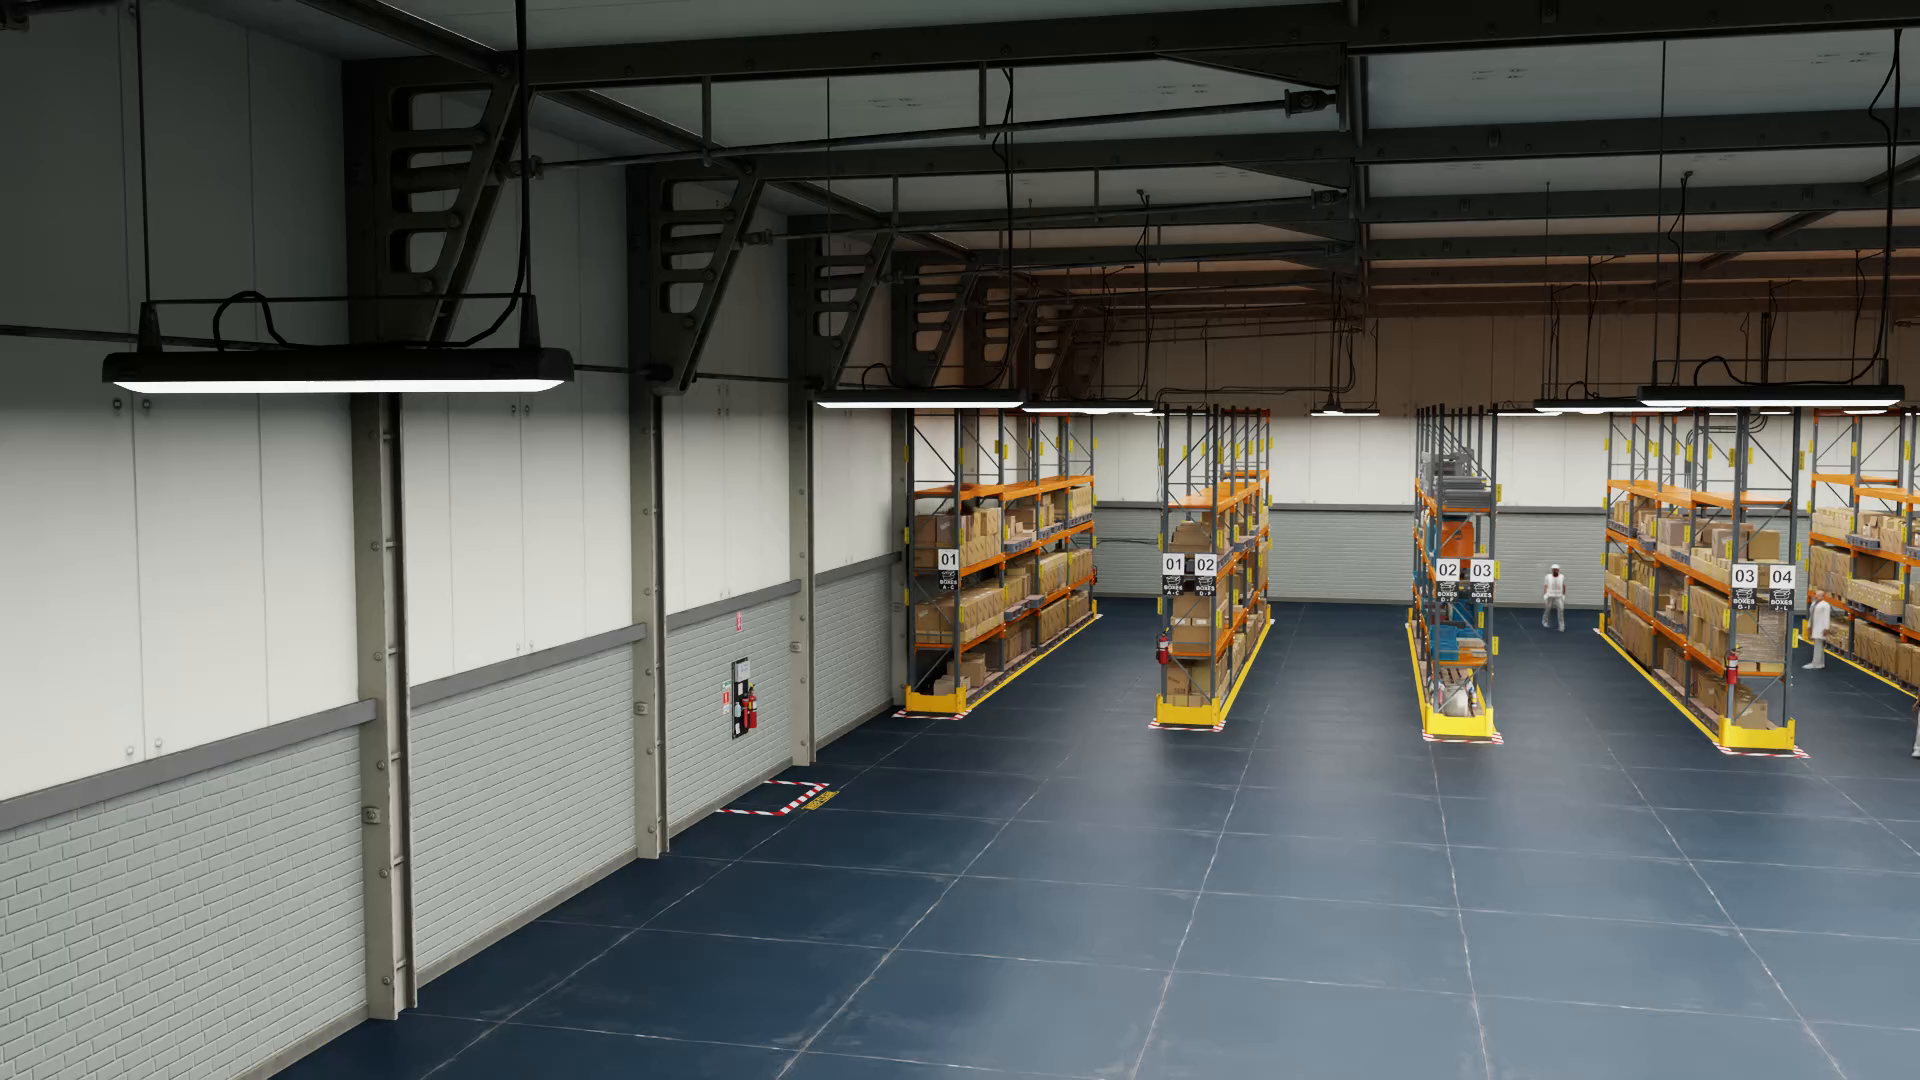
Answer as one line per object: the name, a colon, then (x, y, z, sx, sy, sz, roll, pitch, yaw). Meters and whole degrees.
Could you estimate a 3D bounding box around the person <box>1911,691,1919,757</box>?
person: (16.396, 2.794, 28.014, 0.549, 1.756, 0.652, -4, 6, -41)

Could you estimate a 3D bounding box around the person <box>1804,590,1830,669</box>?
person: (19.687, 2.045, 38.298, 0.511, 1.782, 0.613, 1, 4, 9)

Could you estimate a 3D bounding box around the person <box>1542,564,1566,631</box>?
person: (16.196, 1.546, 45.264, 0.642, 1.772, 0.876, -1, 4, -9)
